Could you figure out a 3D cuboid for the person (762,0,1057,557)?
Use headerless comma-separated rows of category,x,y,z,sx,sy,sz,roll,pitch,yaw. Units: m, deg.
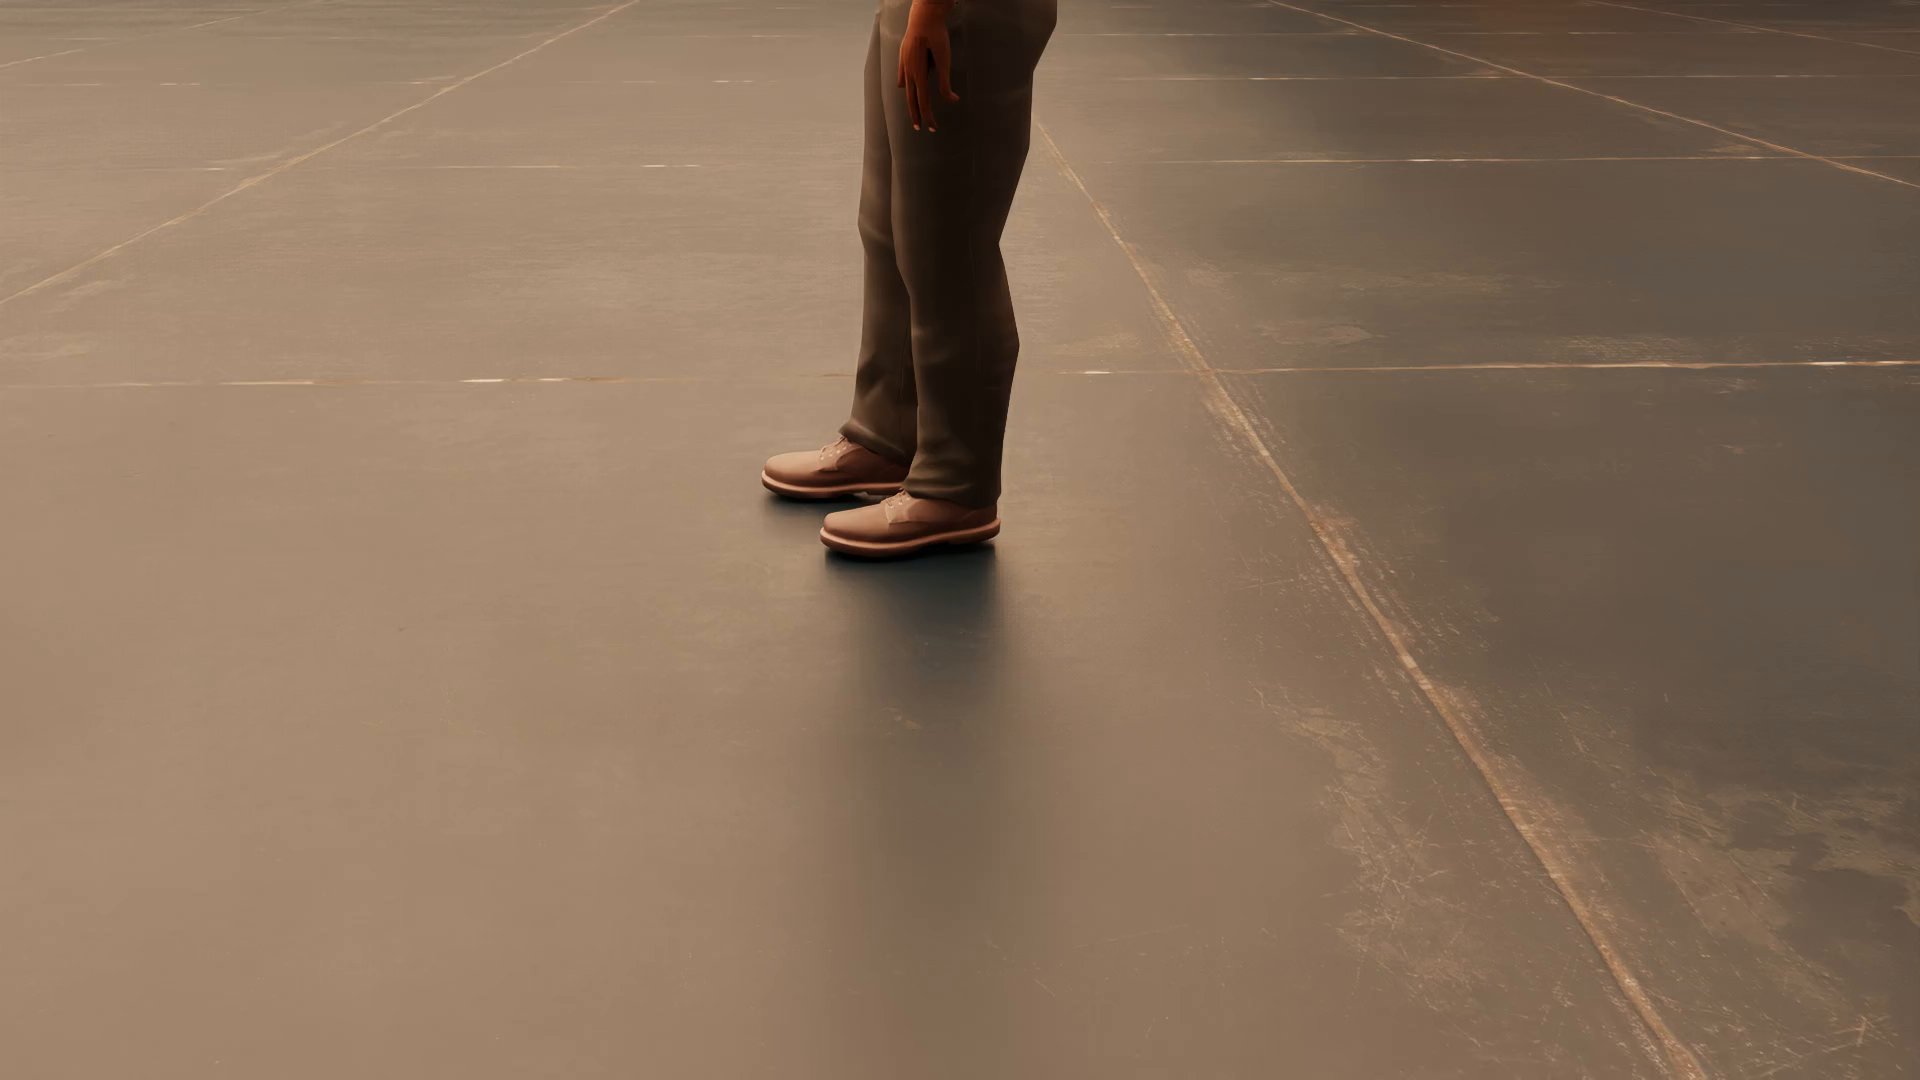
person,-0.089,-0.782,2.446,0.503,1.656,0.570,-1,21,-3
